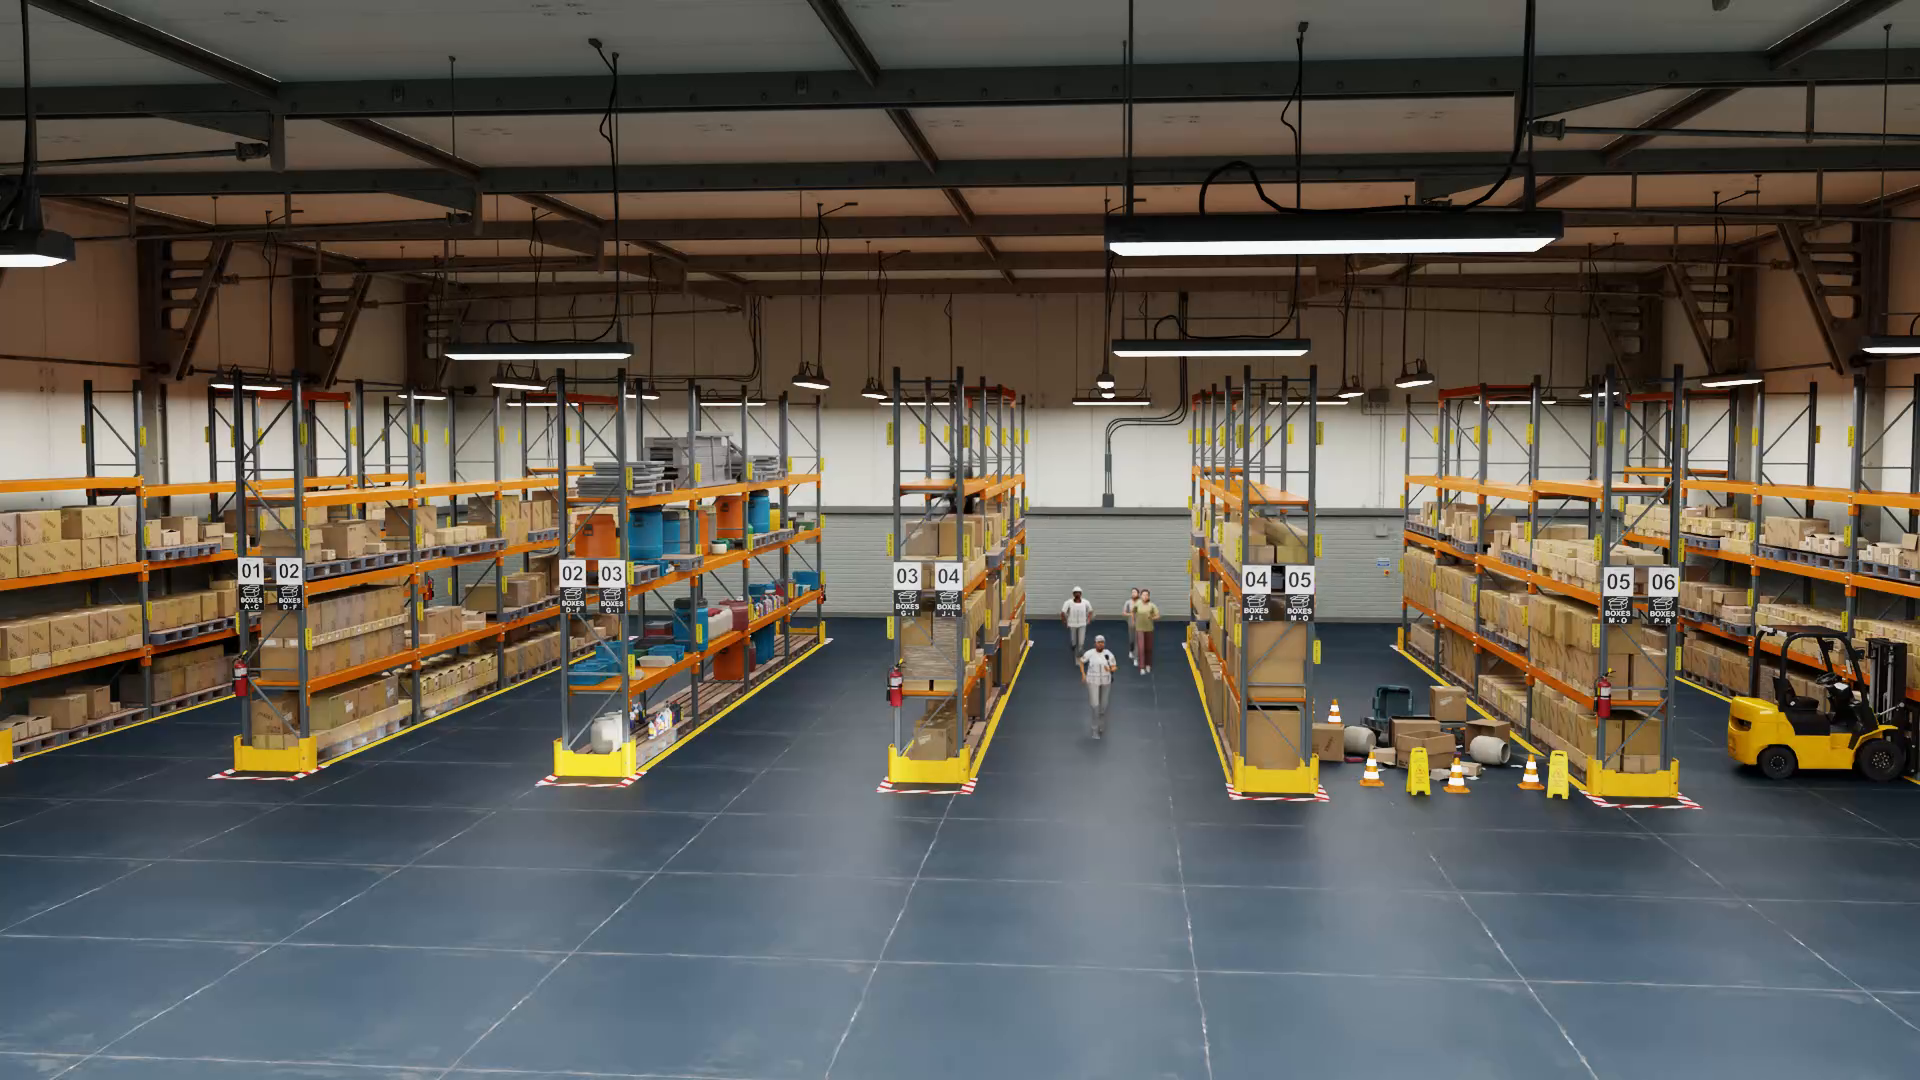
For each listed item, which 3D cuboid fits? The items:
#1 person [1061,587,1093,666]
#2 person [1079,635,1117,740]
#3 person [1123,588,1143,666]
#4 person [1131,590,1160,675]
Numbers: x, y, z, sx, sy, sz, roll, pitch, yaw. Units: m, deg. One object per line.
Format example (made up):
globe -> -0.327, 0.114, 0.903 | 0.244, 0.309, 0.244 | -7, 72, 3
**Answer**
person -> 2.575, 1.880, 36.486 | 0.708, 1.728, 0.663 | 0, 4, -1
person -> 2.314, 2.444, 27.764 | 0.579, 1.726, 0.762 | -1, 4, -9
person -> 3.884, 1.888, 36.696 | 0.577, 1.682, 0.966 | 1, 4, 11
person -> 3.672, 1.825, 32.996 | 0.581, 1.690, 0.895 | 0, 4, 6
